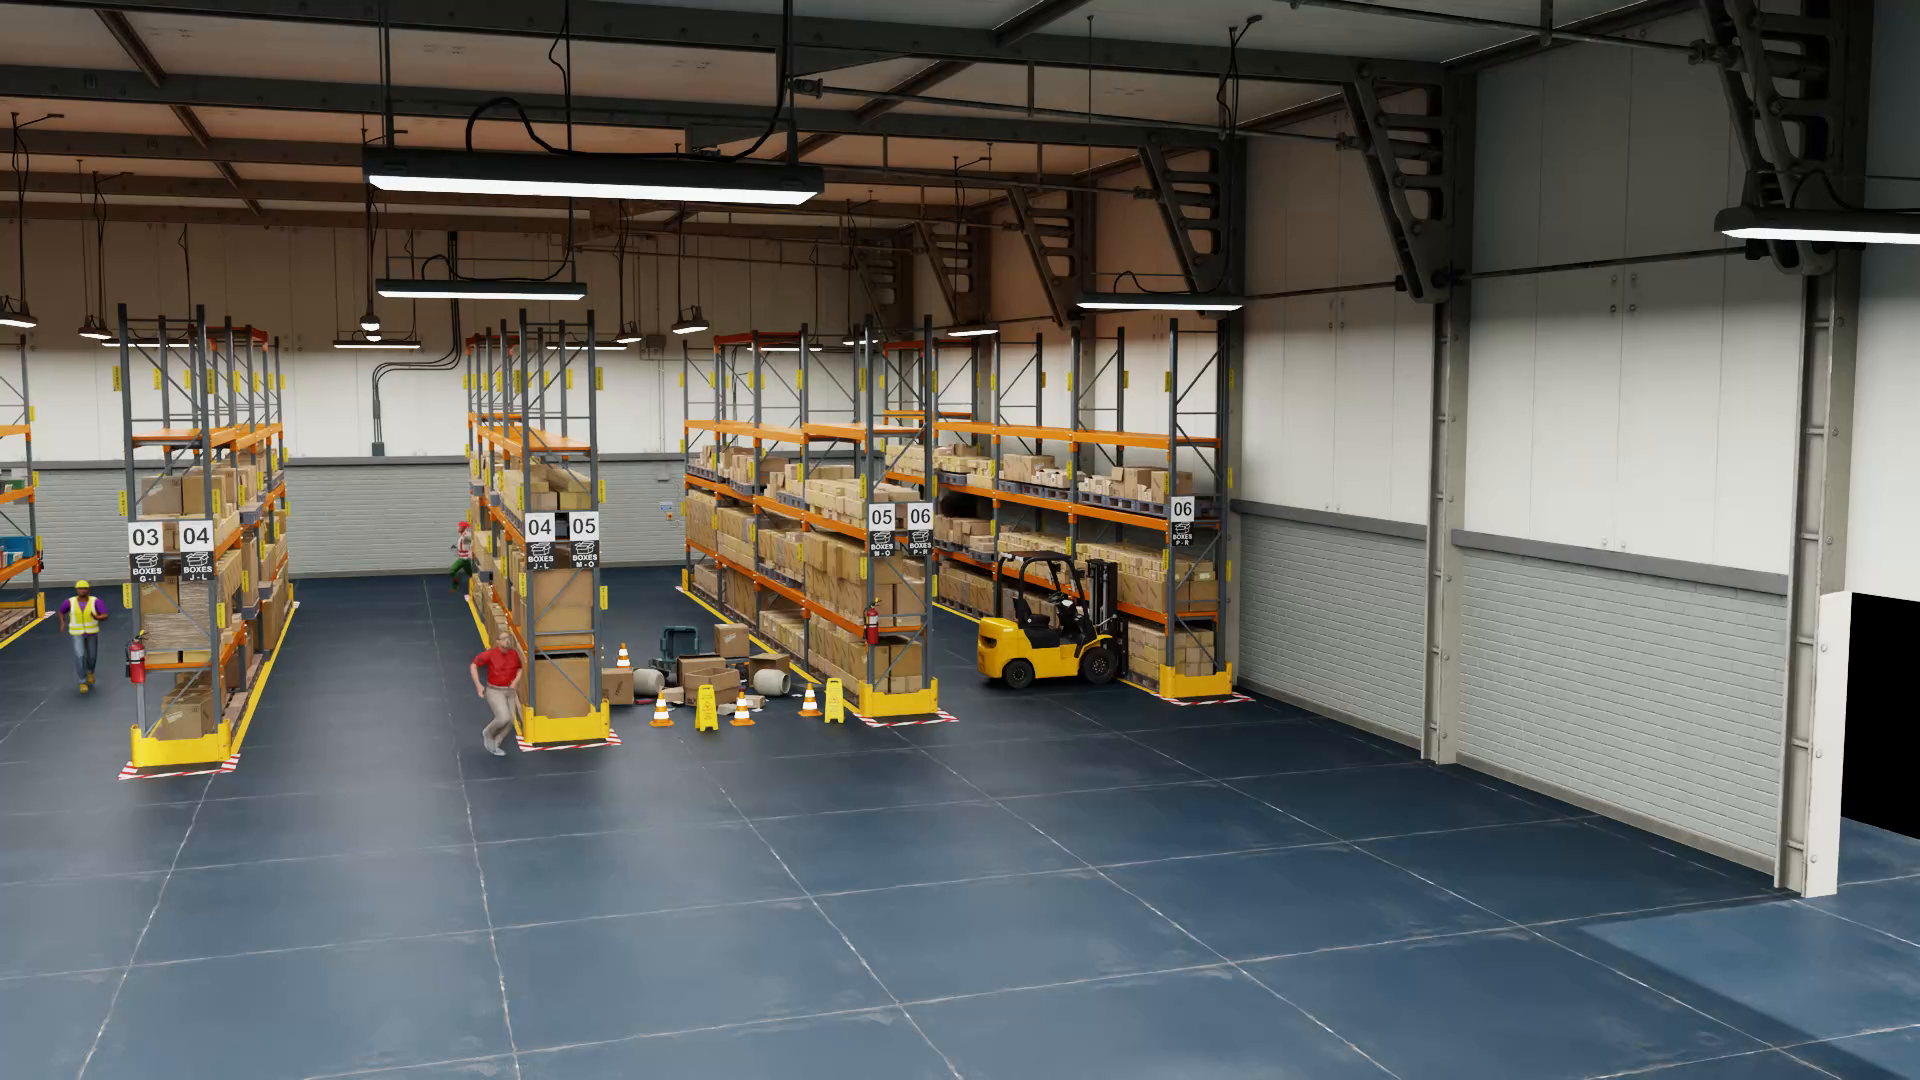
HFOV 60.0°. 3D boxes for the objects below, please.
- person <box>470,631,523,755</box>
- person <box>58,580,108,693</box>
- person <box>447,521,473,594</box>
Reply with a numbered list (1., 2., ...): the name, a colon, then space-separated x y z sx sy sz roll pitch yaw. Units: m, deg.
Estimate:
1. person: -6.138 2.061 22.275 0.564 1.677 0.679 4 7 38
2. person: -14.229 1.531 27.028 0.694 1.767 0.969 -3 6 -32
3. person: -11.722 0.416 39.418 0.817 1.769 0.781 -3 6 -30
